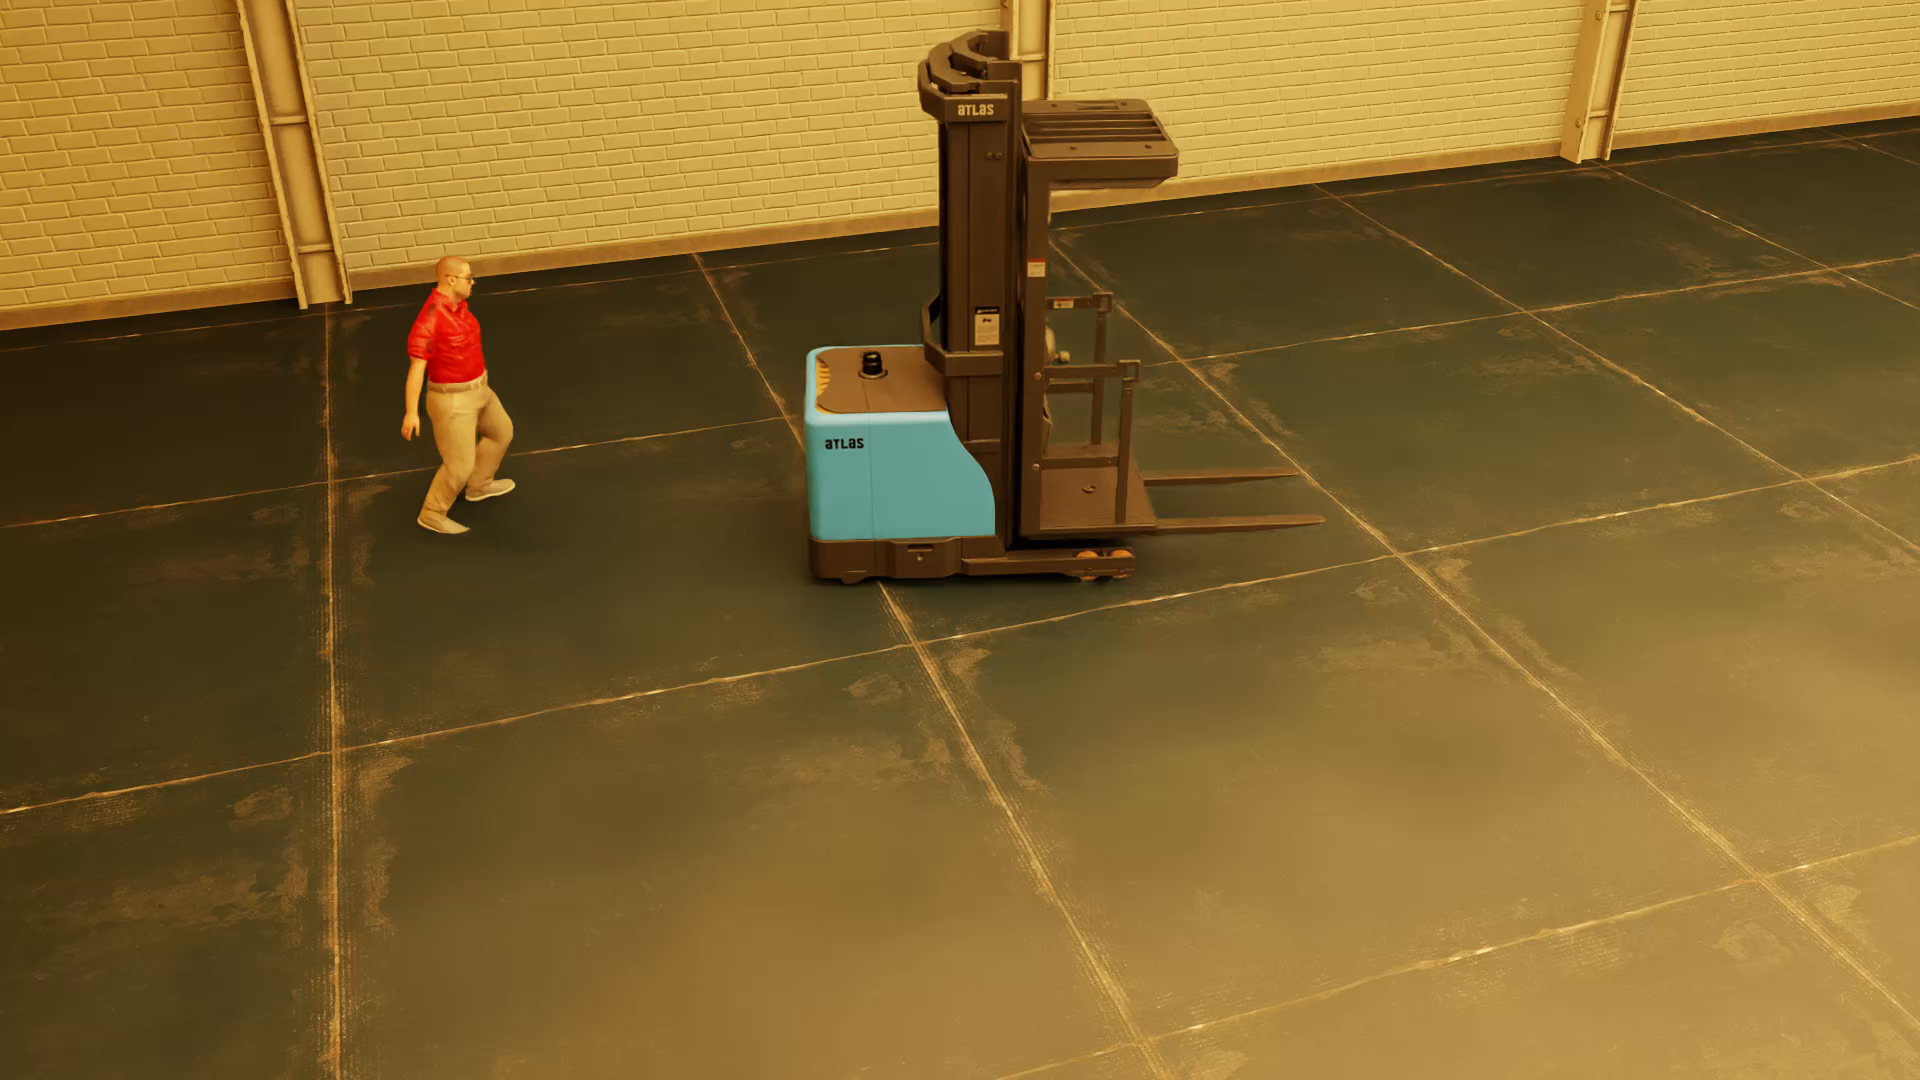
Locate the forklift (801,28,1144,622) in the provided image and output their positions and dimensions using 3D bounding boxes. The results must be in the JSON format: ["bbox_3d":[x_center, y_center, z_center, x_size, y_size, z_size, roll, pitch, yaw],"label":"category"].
[{"bbox_3d":[0.255,-1.531,9.748,1.130,2.935,3.031,15,33,24],"label":"forklift"}]

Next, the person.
[{"bbox_3d":[-3.103,-0.884,9.834,0.385,1.721,0.661,0,30,0],"label":"person"}]
